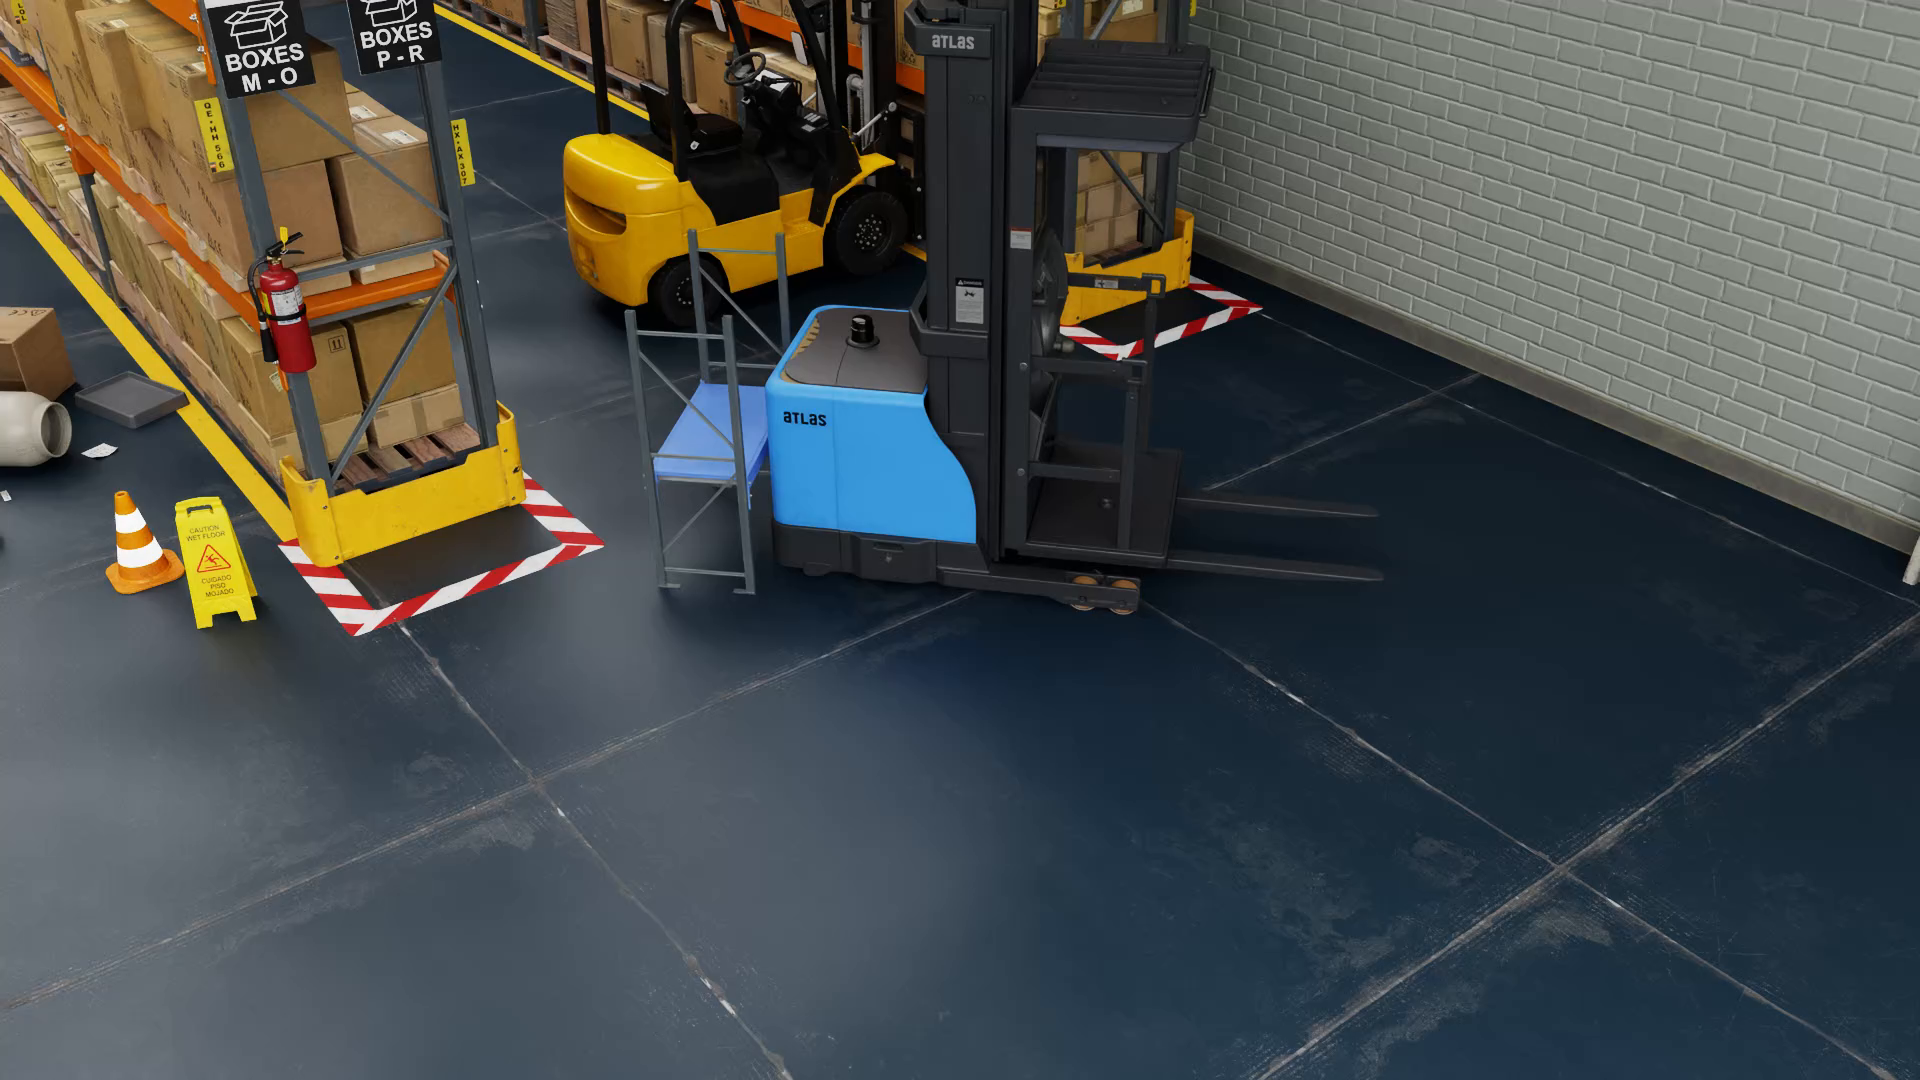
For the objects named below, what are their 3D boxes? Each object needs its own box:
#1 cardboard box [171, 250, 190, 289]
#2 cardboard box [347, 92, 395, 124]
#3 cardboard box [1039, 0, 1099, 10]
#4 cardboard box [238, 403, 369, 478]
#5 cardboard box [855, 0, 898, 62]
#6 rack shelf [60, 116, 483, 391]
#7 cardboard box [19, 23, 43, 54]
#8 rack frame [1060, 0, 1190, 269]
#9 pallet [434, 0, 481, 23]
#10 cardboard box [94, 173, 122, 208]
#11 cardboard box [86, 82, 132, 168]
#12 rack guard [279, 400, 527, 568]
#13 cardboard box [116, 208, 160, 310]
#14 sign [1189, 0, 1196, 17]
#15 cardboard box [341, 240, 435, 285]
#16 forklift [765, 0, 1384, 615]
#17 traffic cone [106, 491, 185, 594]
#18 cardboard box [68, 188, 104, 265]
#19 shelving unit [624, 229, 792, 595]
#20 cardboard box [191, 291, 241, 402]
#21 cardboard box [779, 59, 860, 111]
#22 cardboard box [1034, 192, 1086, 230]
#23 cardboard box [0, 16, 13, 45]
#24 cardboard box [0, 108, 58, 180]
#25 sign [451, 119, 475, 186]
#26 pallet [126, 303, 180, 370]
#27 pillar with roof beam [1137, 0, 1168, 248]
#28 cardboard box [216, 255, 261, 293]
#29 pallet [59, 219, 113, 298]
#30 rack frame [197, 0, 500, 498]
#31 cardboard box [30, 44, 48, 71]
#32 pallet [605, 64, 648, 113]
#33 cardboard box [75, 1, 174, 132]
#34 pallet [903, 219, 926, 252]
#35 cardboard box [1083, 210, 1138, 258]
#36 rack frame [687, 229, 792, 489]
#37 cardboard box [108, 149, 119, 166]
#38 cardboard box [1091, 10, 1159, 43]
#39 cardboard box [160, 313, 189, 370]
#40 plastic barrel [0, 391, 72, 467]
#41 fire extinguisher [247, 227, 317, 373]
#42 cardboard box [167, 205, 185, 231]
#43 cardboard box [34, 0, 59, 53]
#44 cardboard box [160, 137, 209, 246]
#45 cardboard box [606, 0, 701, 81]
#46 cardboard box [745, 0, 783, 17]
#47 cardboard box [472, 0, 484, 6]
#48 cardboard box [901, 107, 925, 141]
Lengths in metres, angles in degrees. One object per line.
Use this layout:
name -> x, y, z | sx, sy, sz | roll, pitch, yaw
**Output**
cardboard box -> -4.159, -1.549, 9.284 | 0.380, 0.149, 0.250 | -21, 37, -29
cardboard box -> -3.263, -2.019, 8.781 | 0.500, 0.500, 0.500 | -21, 38, -30
cardboard box -> 0.661, -3.481, 10.520 | 0.380, 0.149, 0.250 | -22, 38, -31
cardboard box -> -3.595, -0.618, 9.110 | 0.500, 0.250, 0.500 | -22, 38, -32
cardboard box -> -0.404, -3.757, 11.861 | 0.500, 0.500, 0.500 | -22, 38, -31
rack shelf -> -4.098, -1.876, 9.609 | 1.077, 0.370, 4.000 | -22, 38, -31
cardboard box -> -5.789, -3.480, 10.736 | 0.500, 0.500, 0.500 | -23, 39, -32
rack frame -> 1.047, -2.955, 10.665 | 1.000, 3.000, 0.127 | -22, 38, -31
pallet -> -5.031, -5.936, 18.108 | 1.003, 0.211, 1.213 | -22, 38, -31
cardboard box -> -5.147, -2.215, 10.355 | 0.380, 0.149, 0.250 | -22, 38, -31
cardboard box -> -4.651, -2.495, 9.548 | 0.500, 0.500, 0.500 | -23, 38, -32
rack guard -> -2.918, -0.318, 8.788 | 1.175, 0.500, 0.348 | -22, 38, -31
cardboard box -> -4.838, -1.791, 10.288 | 0.500, 0.500, 0.500 | -21, 37, -30
sign -> 1.489, -3.534, 10.701 | 0.100, 0.325, 0.005 | -22, 38, -31
cardboard box -> -2.916, -1.450, 8.479 | 0.380, 0.149, 0.250 | -22, 38, -31
forklift -> 0.616, -1.184, 7.879 | 3.031, 2.935, 1.130 | 6, 32, 9
traffic cone -> -4.154, -0.032, 8.363 | 0.336, 0.463, 0.334 | -22, 38, -31
cardboard box -> -5.648, -2.295, 11.694 | 0.950, 0.372, 0.625 | -22, 38, -31
shelving unit -> -1.203, -0.656, 8.381 | 0.538, 1.500, 1.048 | 4, 32, 7
cardboard box -> -3.892, -1.143, 9.244 | 0.500, 0.500, 0.500 | -21, 37, -30
cardboard box -> -1.052, -3.538, 12.864 | 0.500, 0.250, 0.500 | -22, 38, -31
cardboard box -> 0.502, -2.280, 11.312 | 0.500, 0.250, 0.500 | -23, 38, -32
cardboard box -> -6.351, -3.528, 11.428 | 0.380, 0.149, 0.250 | -22, 38, -31
cardboard box -> -6.980, -3.200, 13.153 | 0.950, 0.372, 0.625 | -23, 39, -32
sign -> -2.443, -1.891, 8.131 | 0.100, 0.325, 0.005 | -22, 38, -31
pallet -> -4.885, -1.562, 11.065 | 1.003, 0.211, 1.213 | -22, 38, -31
pillar with roof beam -> -2.069, -4.693, 7.777 | 9.100, 9.000, 0.400 | -22, 38, -31
cardboard box -> -3.513, -1.397, 8.395 | 0.380, 0.149, 0.250 | -23, 38, -32
pallet -> -5.803, -2.154, 12.019 | 1.003, 0.211, 1.213 | -22, 38, -31
rack frame -> -2.872, -1.348, 8.077 | 1.000, 3.000, 0.127 | -22, 38, -31
cardboard box -> -5.858, -3.212, 10.918 | 0.380, 0.149, 0.250 | -22, 38, -31
pallet -> -2.641, -4.241, 15.378 | 1.003, 0.211, 1.213 | -22, 38, -31
cardboard box -> -4.056, -2.476, 8.570 | 0.700, 0.500, 0.500 | -23, 38, -32
pallet -> -0.199, -2.584, 12.710 | 1.003, 0.211, 1.213 | -22, 38, -31
cardboard box -> 0.900, -2.234, 11.711 | 0.500, 0.250, 0.500 | -22, 38, -31
rack frame -> -1.130, -0.921, 8.808 | 0.500, 1.500, 0.032 | 4, 32, 7
cardboard box -> -4.878, -2.369, 9.960 | 0.380, 0.149, 0.250 | -21, 38, -30
cardboard box -> 0.963, -3.294, 11.116 | 0.500, 0.500, 0.500 | -21, 37, -30
cardboard box -> -4.512, -1.253, 10.132 | 0.500, 0.250, 0.500 | -23, 38, -32
plastic barrel -> -5.334, -0.624, 9.354 | 0.512, 0.421, 0.421 | 1, 32, 2
fire extinguisher -> -3.165, -1.118, 7.781 | 0.296, 0.674, 0.183 | -22, 38, -31
cardboard box -> -4.110, -1.838, 9.105 | 0.380, 0.149, 0.250 | -23, 38, -32
cardboard box -> -4.930, -3.135, 9.630 | 0.700, 0.500, 0.500 | -22, 38, -31
cardboard box -> -3.725, -1.864, 8.531 | 0.500, 0.500, 0.500 | -22, 38, -31
cardboard box -> -2.667, -4.644, 15.238 | 0.875, 0.625, 0.625 | -24, 39, -33
cardboard box -> -1.340, -4.395, 12.889 | 0.500, 0.500, 0.500 | -23, 39, -33
cardboard box -> -4.909, -5.942, 17.445 | 0.500, 0.500, 0.500 | -20, 37, -29
cardboard box -> -0.117, -2.899, 11.836 | 0.500, 0.250, 0.500 | -22, 38, -31
